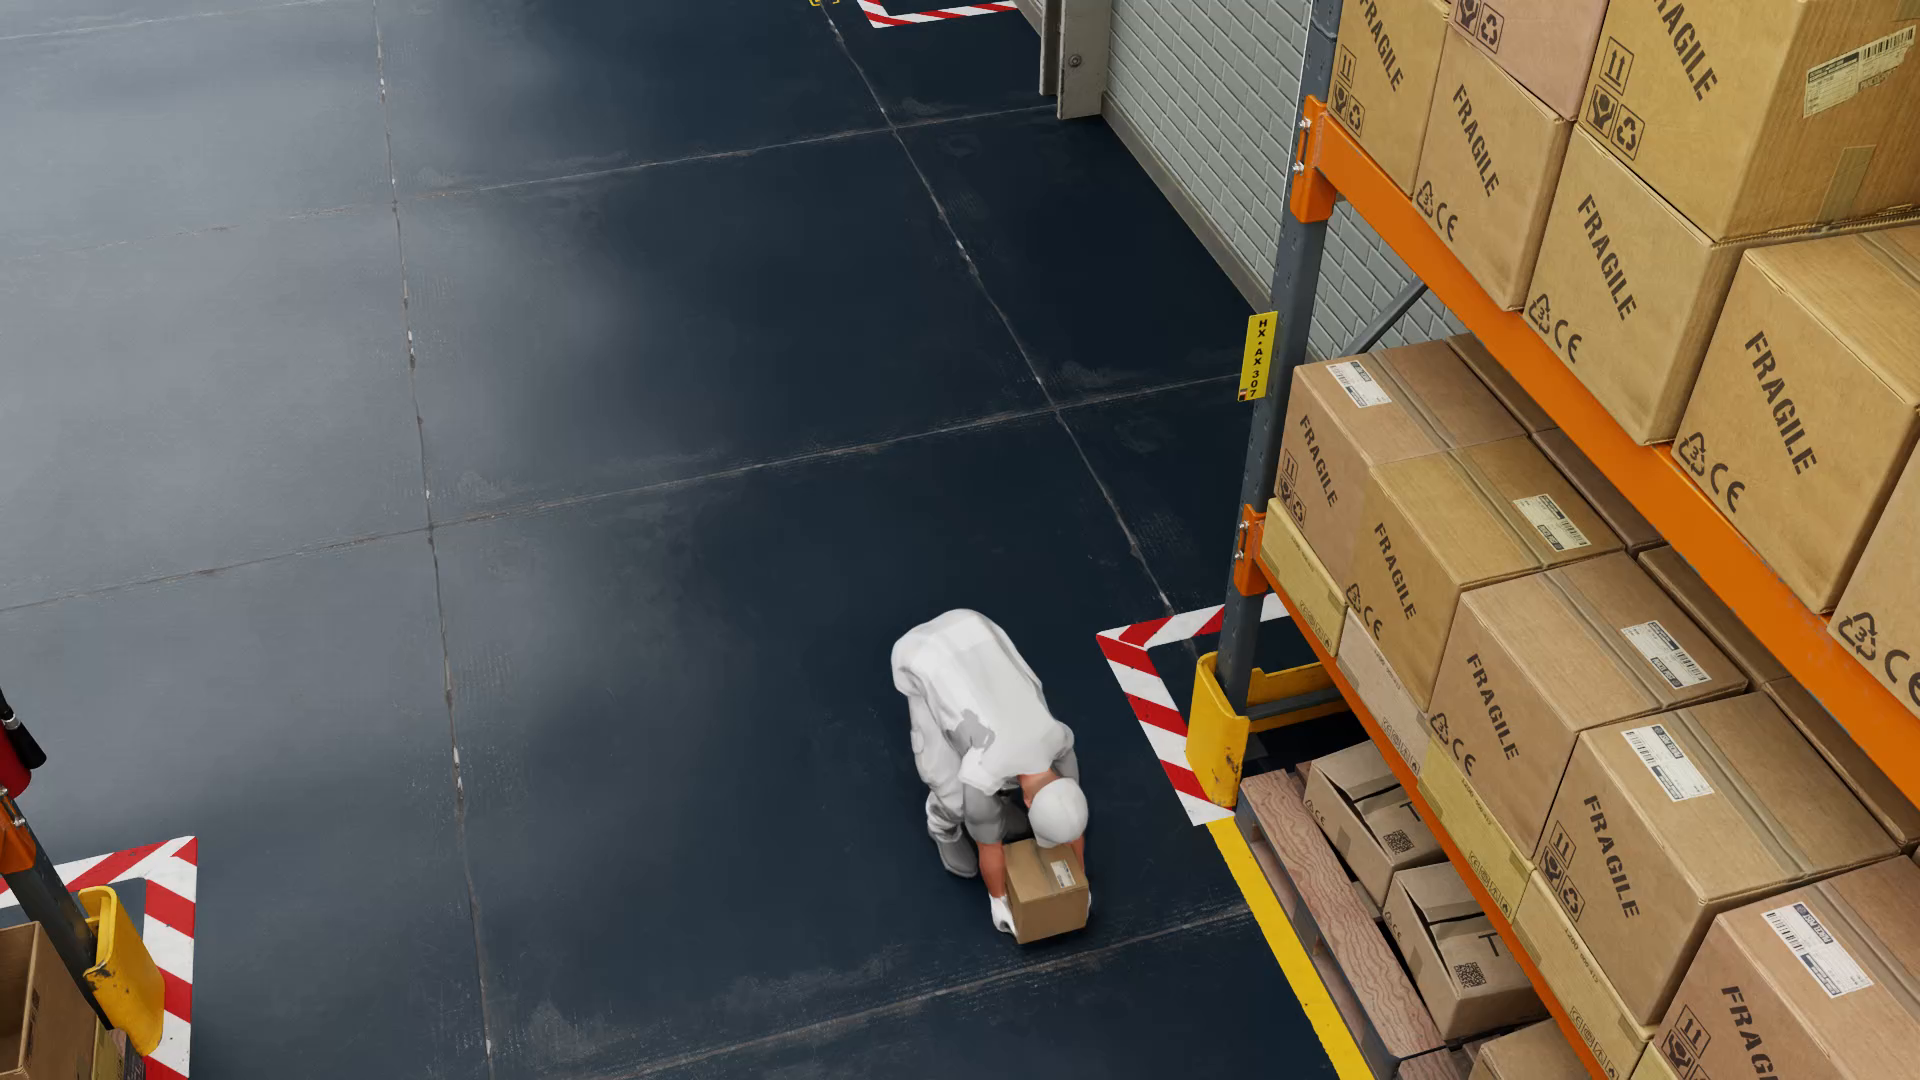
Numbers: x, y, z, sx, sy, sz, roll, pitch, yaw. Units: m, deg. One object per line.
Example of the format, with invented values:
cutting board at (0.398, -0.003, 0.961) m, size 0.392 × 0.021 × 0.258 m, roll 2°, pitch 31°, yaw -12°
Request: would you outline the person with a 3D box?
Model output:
person at (0.140, 0.818, 5.828) m, size 0.526 × 0.984 × 0.948 m, roll -24°, pitch 47°, yaw -24°
